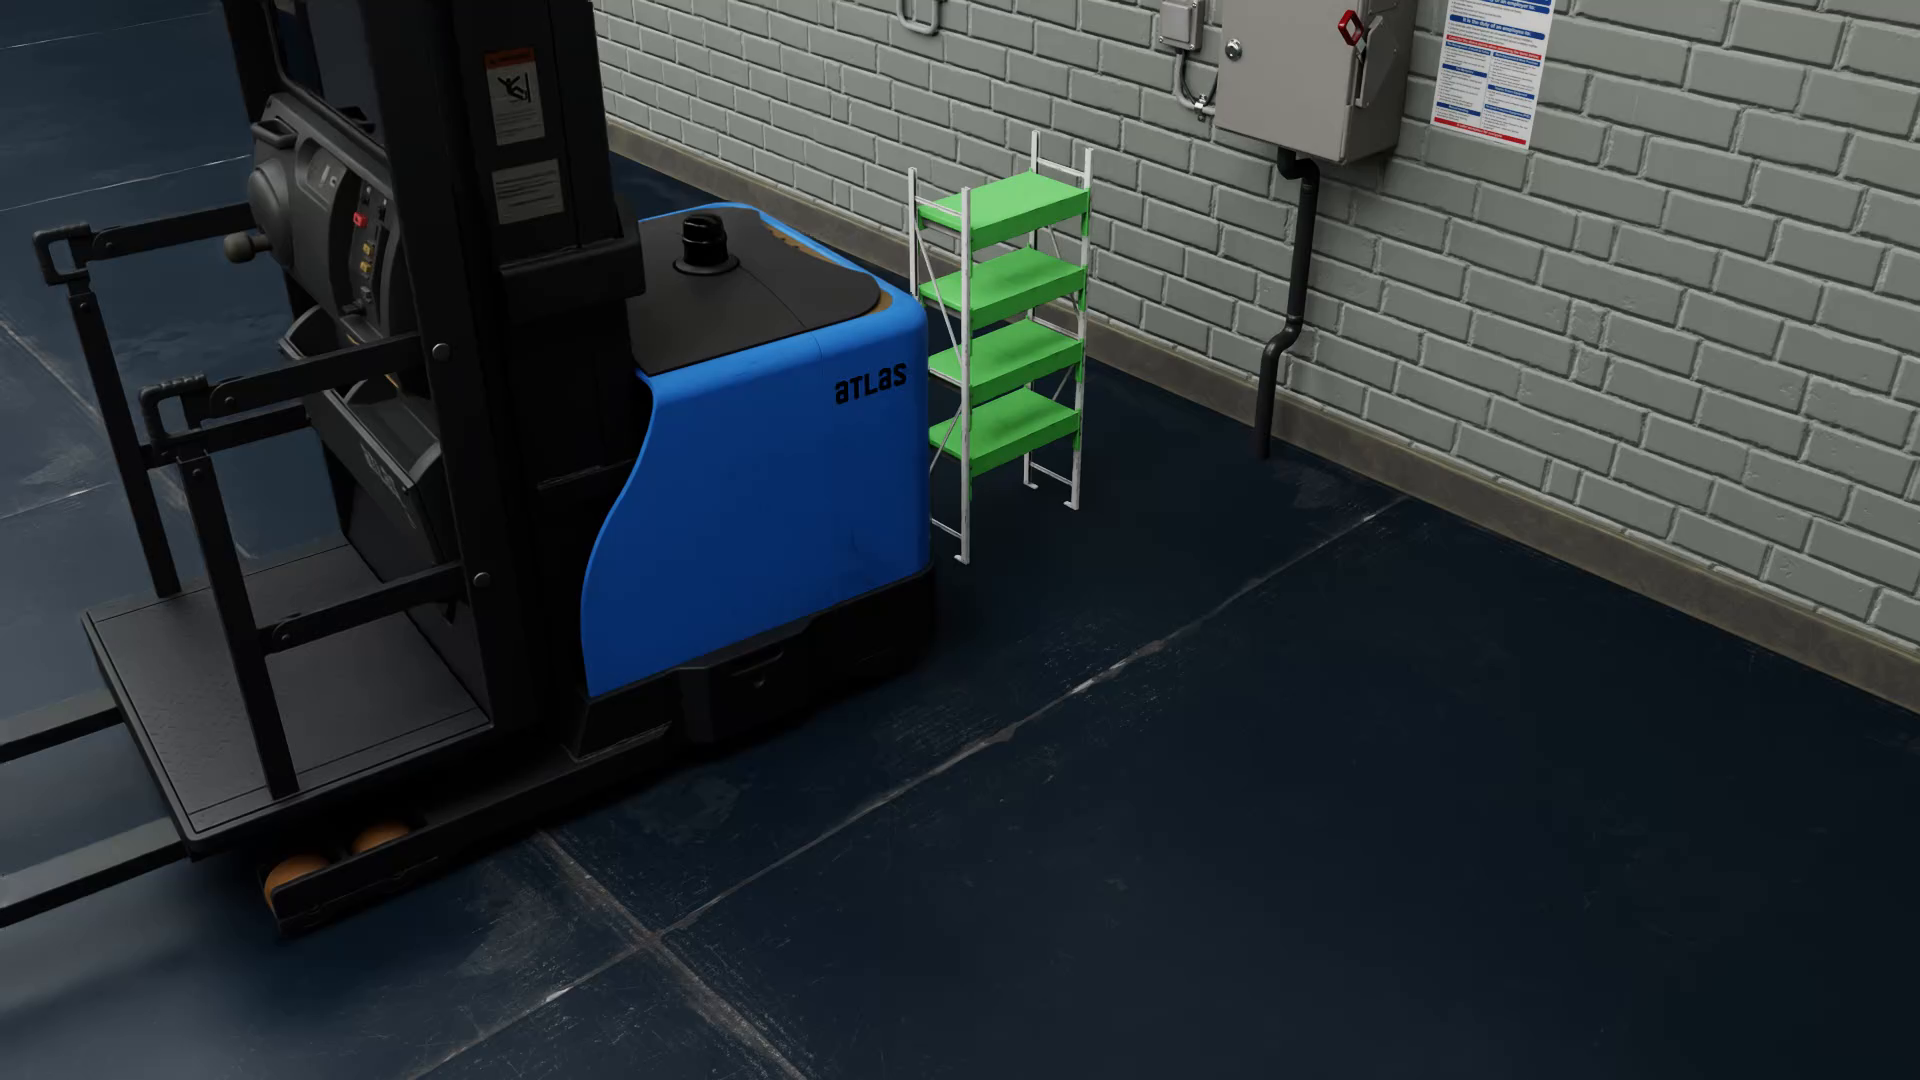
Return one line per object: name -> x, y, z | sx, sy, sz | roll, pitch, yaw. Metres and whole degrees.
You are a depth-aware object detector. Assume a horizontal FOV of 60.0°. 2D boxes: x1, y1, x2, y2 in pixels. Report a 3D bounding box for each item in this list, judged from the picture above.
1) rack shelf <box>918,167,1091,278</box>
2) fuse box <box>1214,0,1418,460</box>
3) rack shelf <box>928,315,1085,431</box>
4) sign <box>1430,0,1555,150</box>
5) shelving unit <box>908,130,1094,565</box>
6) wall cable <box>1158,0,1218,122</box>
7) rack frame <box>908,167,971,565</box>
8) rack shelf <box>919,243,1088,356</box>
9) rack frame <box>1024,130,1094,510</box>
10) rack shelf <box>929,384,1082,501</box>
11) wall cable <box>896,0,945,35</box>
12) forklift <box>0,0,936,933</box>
rack shelf -> 0.121, -0.926, 4.816 | 0.480, 0.148, 0.258 | -26, 40, -35
fuse box -> 1.030, -0.998, 5.243 | 0.414, 1.711, 0.539 | -26, 40, -35
rack shelf -> 0.121, -0.516, 5.066 | 0.480, 0.148, 0.258 | -26, 40, -35
sign -> 1.517, -1.392, 4.742 | 0.001, 0.494, 0.329 | -26, 40, -35
shelving unit -> 0.121, -0.571, 5.033 | 0.503, 1.200, 0.258 | -26, 40, -35
wall cable -> 0.681, -2.298, 5.160 | 0.122, 1.984, 0.588 | -26, 40, -35
rack frame -> -0.058, -0.484, 4.891 | 0.015, 1.200, 0.240 | -26, 40, -35
rack shelf -> 0.121, -0.721, 4.941 | 0.480, 0.148, 0.258 | -26, 40, -35
rack frame -> 0.300, -0.657, 5.175 | 0.015, 1.200, 0.240 | -26, 40, -35
rack shelf -> 0.121, -0.311, 5.192 | 0.480, 0.148, 0.258 | -26, 40, -35
wall cable -> -0.292, -2.850, 6.032 | 0.123, 1.953, 0.585 | -26, 40, -35
forklift -> -1.560, -0.679, 3.551 | 3.031, 2.935, 1.130 | -21, 37, -30
